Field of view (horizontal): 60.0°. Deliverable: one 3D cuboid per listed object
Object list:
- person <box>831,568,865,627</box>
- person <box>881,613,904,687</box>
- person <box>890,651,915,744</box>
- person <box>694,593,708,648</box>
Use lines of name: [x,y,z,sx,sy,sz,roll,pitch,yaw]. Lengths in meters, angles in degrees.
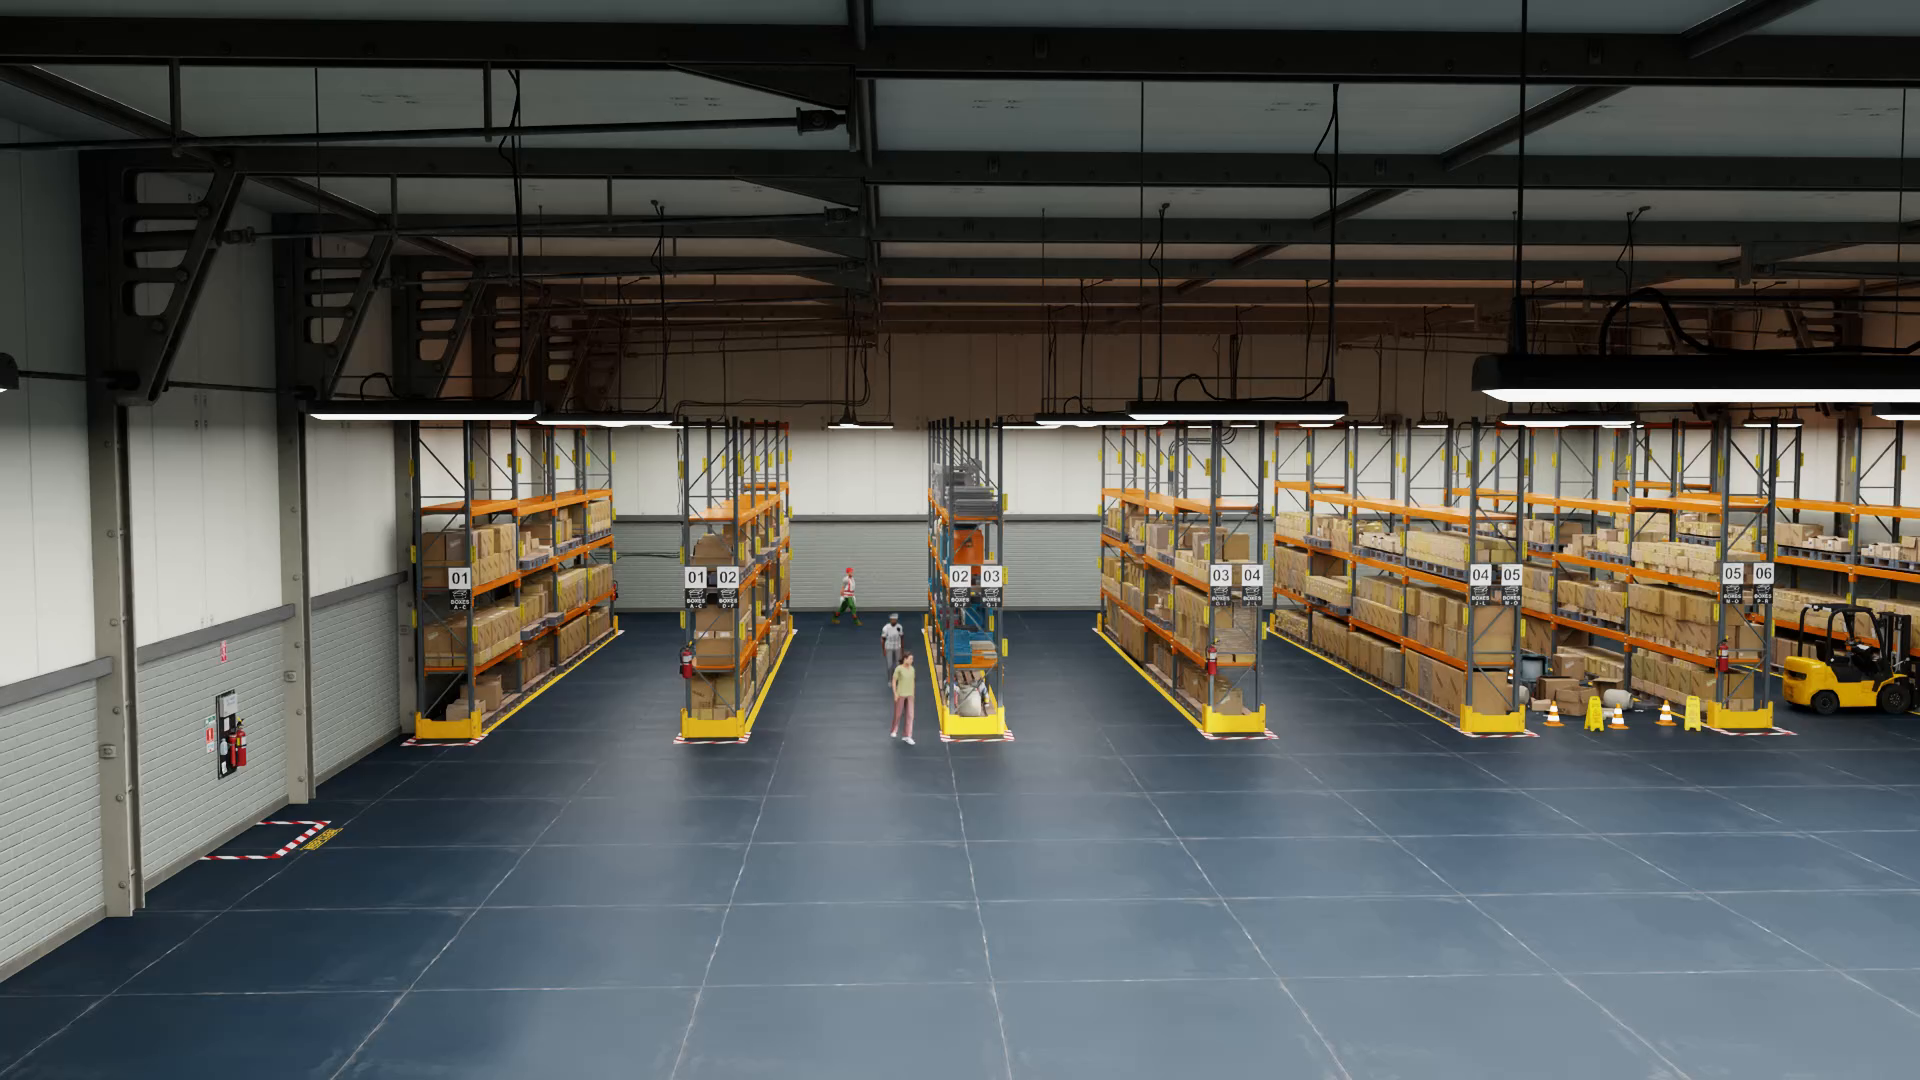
person: [-3.298,1.670,48.988,1.143,1.731,0.518,1,4,15]
person: [-1.534,2.458,37.511,0.530,1.662,0.548,-1,4,-17]
person: [-1.016,2.904,30.840,0.554,1.659,0.799,-2,4,-33]
person: [-6.771,2.044,43.973,0.537,1.637,0.676,0,4,0]
